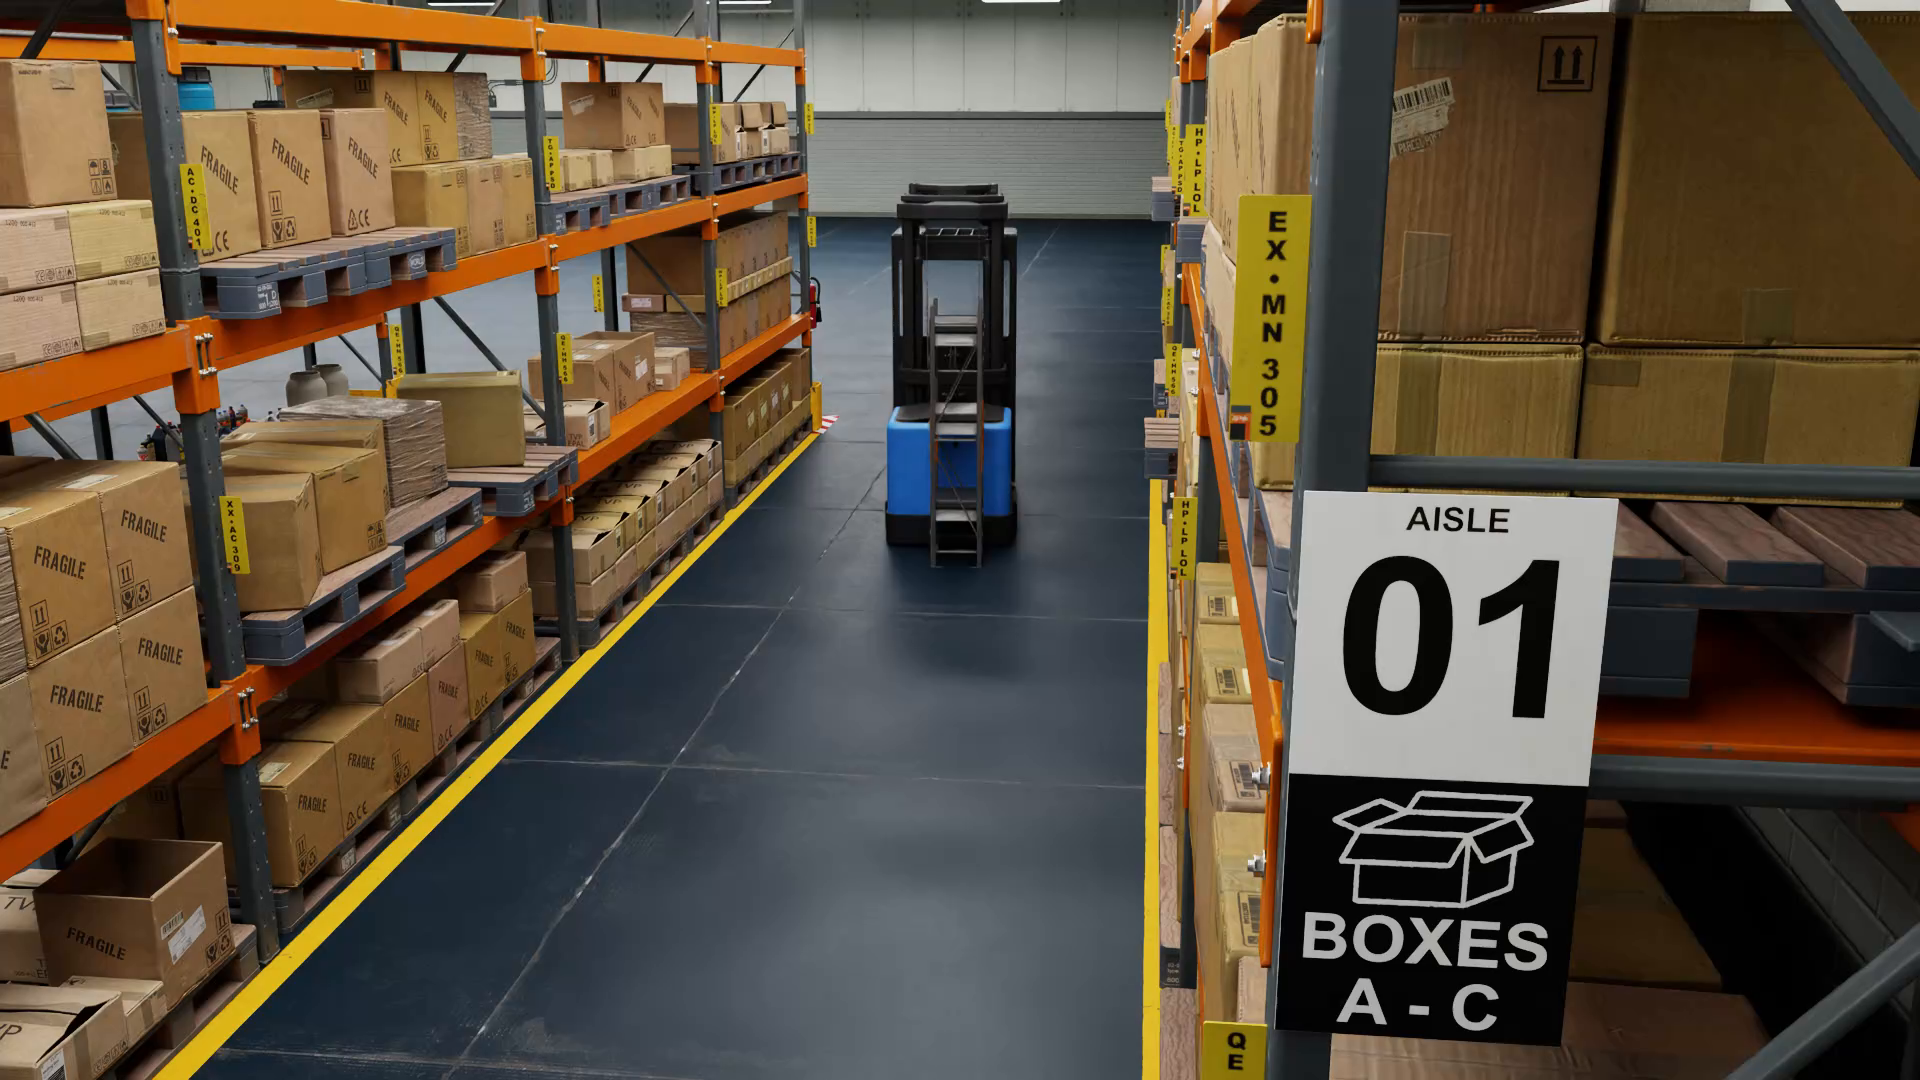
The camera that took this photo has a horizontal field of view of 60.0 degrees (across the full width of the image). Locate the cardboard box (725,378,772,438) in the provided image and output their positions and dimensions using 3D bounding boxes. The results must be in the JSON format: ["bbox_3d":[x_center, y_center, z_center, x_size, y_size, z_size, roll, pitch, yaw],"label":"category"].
[{"bbox_3d":[-2.143,-1.298,16.241,0.500,0.500,0.500,2,15,6],"label":"cardboard box"}]

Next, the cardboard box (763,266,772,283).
[{"bbox_3d":[-2.138,-2.716,17.027,0.380,0.149,0.250,2,15,8],"label":"cardboard box"}]

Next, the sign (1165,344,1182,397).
[{"bbox_3d":[1.312,-1.042,10.201,0.100,0.325,0.005,2,15,6],"label":"sign"}]

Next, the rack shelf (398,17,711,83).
[{"bbox_3d":[-2.845,-3.527,12.110,1.077,0.370,4.000,2,15,6],"label":"rack shelf"}]

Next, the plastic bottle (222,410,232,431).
[{"bbox_3d":[-7.642,-1.220,17.310,0.097,0.271,0.097,0,15,0],"label":"plastic bottle"}]

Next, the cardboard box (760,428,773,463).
[{"bbox_3d":[-2.142,-0.936,16.339,0.500,0.250,0.500,2,15,6],"label":"cardboard box"}]

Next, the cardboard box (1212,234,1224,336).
[{"bbox_3d":[0.939,-0.660,4.402,0.500,0.250,0.500,1,15,5],"label":"cardboard box"}]

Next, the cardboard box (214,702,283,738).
[{"bbox_3d":[-3.686,1.115,8.238,0.500,0.500,0.500,2,15,6],"label":"cardboard box"}]

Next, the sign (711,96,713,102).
[{"bbox_3d":[-2.718,-4.653,18.052,0.100,0.325,0.005,2,15,6],"label":"sign"}]

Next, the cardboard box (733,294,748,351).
[{"bbox_3d":[-2.461,-2.120,16.066,0.700,0.500,0.500,2,15,7],"label":"cardboard box"}]

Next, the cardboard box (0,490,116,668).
[{"bbox_3d":[-3.376,0.126,5.843,0.500,0.500,0.500,1,15,5],"label":"cardboard box"}]

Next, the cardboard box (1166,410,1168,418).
[{"bbox_3d":[2.391,-1.075,16.336,0.700,0.500,0.500,1,15,3],"label":"cardboard box"}]

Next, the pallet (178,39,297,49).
[{"bbox_3d":[-7.340,-4.980,16.469,1.003,0.211,1.213,2,15,6],"label":"pallet"}]

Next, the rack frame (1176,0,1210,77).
[{"bbox_3d":[2.755,-5.478,17.182,1.000,3.000,0.127,2,15,6],"label":"rack frame"}]

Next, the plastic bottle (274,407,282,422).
[{"bbox_3d":[-6.946,-1.175,16.993,0.144,0.351,0.185,2,15,9],"label":"plastic bottle"}]

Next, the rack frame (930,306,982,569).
[{"bbox_3d":[-0.031,-0.782,13.033,0.400,2.100,0.015,1,15,2],"label":"rack frame"}]

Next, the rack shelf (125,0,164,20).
[{"bbox_3d":[-3.747,-1.643,4.384,1.077,0.370,4.000,2,15,6],"label":"rack shelf"}]

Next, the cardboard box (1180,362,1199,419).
[{"bbox_3d":[1.485,-0.821,9.217,0.500,0.250,0.500,1,15,5],"label":"cardboard box"}]

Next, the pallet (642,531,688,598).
[{"bbox_3d":[-2.798,0.166,13.144,1.003,0.211,1.213,2,15,6],"label":"pallet"}]

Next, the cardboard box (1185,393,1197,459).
[{"bbox_3d":[1.381,-0.559,8.247,0.500,0.250,0.500,1,15,5],"label":"cardboard box"}]

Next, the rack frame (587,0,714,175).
[{"bbox_3d":[-2.619,-4.586,13.882,1.000,3.000,0.127,2,15,6],"label":"rack frame"}]

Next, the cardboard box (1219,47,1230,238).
[{"bbox_3d":[0.940,-1.020,4.296,0.500,0.500,0.500,2,15,7],"label":"cardboard box"}]

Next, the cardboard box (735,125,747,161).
[{"bbox_3d":[-2.239,-3.628,15.184,0.500,0.311,0.500,1,15,3],"label":"cardboard box"}]

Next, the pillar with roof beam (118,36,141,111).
[{"bbox_3d":[-20.101,-13.853,48.154,9.100,9.000,0.548,2,15,6],"label":"pillar with roof beam"}]

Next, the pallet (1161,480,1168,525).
[{"bbox_3d":[2.344,-0.374,15.141,1.003,0.211,1.213,2,15,6],"label":"pallet"}]

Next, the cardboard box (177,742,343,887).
[{"bbox_3d":[-3.225,1.261,7.698,0.500,0.500,0.500,1,15,4],"label":"cardboard box"}]

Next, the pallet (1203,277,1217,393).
[{"bbox_3d":[1.298,-0.663,5.292,1.003,0.211,1.213,2,15,6],"label":"pallet"}]

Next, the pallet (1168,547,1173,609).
[{"bbox_3d":[2.082,0.320,12.572,1.003,0.211,1.213,2,15,6],"label":"pallet"}]

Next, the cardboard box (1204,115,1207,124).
[{"bbox_3d":[2.162,-3.104,13.154,0.500,0.500,0.500,4,16,14],"label":"cardboard box"}]

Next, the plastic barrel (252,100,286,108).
[{"bbox_3d":[-7.091,-4.316,17.466,0.600,0.588,0.600,0,15,0],"label":"plastic barrel"}]

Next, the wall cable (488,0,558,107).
[{"bbox_3d":[-13.301,-16.063,49.812,2.305,6.003,0.169,2,15,6],"label":"wall cable"}]

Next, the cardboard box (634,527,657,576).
[{"bbox_3d":[-2.611,0.080,12.584,0.500,0.250,0.500,1,15,5],"label":"cardboard box"}]

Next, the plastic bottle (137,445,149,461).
[{"bbox_3d":[-7.809,-0.802,15.898,0.097,0.201,0.097,0,15,0],"label":"plastic bottle"}]

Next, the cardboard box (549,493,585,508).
[{"bbox_3d":[-3.144,-0.207,12.571,0.500,0.311,0.500,2,15,6],"label":"cardboard box"}]

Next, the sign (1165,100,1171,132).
[{"bbox_3d":[2.216,-4.468,17.519,0.100,0.325,0.005,2,15,6],"label":"sign"}]

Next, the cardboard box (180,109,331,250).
[{"bbox_3d":[-3.339,-1.665,7.638,0.600,0.600,0.600,2,15,6],"label":"cardboard box"}]

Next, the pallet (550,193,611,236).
[{"bbox_3d":[-3.082,-2.188,11.122,1.213,0.211,1.003,2,15,9],"label":"pallet"}]

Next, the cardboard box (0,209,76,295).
[{"bbox_3d":[-3.366,-0.968,5.579,0.500,0.250,0.500,2,15,6],"label":"cardboard box"}]

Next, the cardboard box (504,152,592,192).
[{"bbox_3d":[-2.958,-2.635,11.895,0.500,0.250,0.500,1,15,5],"label":"cardboard box"}]

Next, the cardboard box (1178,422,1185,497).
[{"bbox_3d":[1.418,-0.326,8.823,0.500,0.500,0.500,2,15,6],"label":"cardboard box"}]

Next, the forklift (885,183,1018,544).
[{"bbox_3d":[-0.039,-1.711,14.874,1.130,2.935,3.031,1,15,2],"label":"forklift"}]

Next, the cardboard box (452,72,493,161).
[{"bbox_3d":[-3.126,-2.518,9.875,0.500,0.500,0.500,2,15,6],"label":"cardboard box"}]

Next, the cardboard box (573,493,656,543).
[{"bbox_3d":[-2.609,-0.194,12.523,0.500,0.311,0.500,1,15,5],"label":"cardboard box"}]

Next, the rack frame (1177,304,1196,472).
[{"bbox_3d":[1.852,-0.507,10.292,1.000,3.000,0.127,2,15,6],"label":"rack frame"}]

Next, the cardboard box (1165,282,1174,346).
[{"bbox_3d":[2.050,-1.976,14.535,0.500,0.500,0.500,2,15,6],"label":"cardboard box"}]

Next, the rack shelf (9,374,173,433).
[{"bbox_3d":[-7.766,-0.971,13.384,1.077,0.370,4.000,2,15,6],"label":"rack shelf"}]

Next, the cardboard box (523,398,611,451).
[{"bbox_3d":[-2.777,-0.836,11.677,0.500,0.311,0.500,2,15,6],"label":"cardboard box"}]

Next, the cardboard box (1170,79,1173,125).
[{"bbox_3d":[2.363,-4.350,16.609,0.500,0.500,0.500,2,15,6],"label":"cardboard box"}]

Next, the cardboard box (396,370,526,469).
[{"bbox_3d":[-3.029,-0.737,10.144,0.700,0.500,0.500,-3,16,-13],"label":"cardboard box"}]

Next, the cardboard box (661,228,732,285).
[{"bbox_3d":[-2.519,-2.611,15.394,0.700,0.500,0.500,2,15,6],"label":"cardboard box"}]

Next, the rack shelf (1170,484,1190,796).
[{"bbox_3d":[1.627,0.359,8.468,1.077,0.370,4.000,2,15,6],"label":"rack shelf"}]

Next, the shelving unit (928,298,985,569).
[{"bbox_3d":[-0.021,-0.846,13.268,0.431,2.100,0.503,1,15,2],"label":"shelving unit"}]

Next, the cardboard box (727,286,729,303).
[{"bbox_3d":[-2.340,-2.247,15.292,0.380,0.149,0.250,1,15,5],"label":"cardboard box"}]
